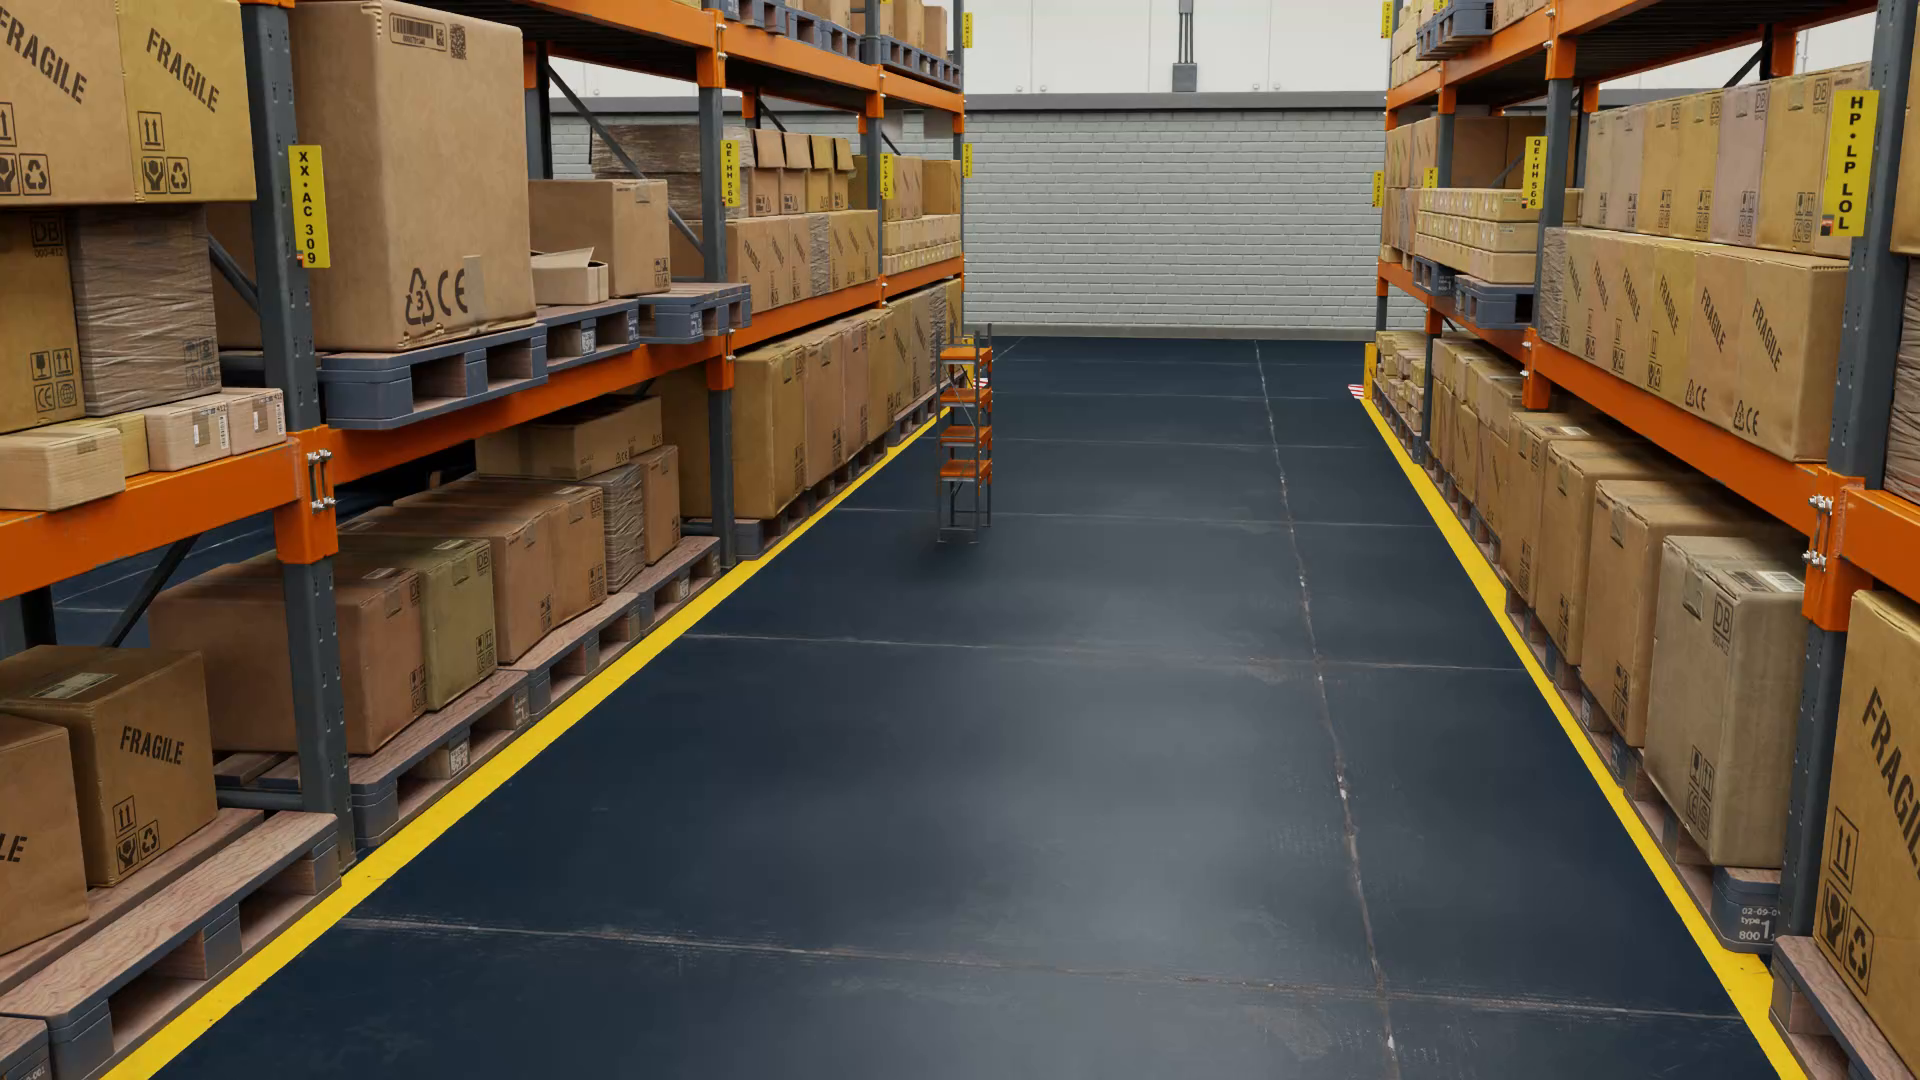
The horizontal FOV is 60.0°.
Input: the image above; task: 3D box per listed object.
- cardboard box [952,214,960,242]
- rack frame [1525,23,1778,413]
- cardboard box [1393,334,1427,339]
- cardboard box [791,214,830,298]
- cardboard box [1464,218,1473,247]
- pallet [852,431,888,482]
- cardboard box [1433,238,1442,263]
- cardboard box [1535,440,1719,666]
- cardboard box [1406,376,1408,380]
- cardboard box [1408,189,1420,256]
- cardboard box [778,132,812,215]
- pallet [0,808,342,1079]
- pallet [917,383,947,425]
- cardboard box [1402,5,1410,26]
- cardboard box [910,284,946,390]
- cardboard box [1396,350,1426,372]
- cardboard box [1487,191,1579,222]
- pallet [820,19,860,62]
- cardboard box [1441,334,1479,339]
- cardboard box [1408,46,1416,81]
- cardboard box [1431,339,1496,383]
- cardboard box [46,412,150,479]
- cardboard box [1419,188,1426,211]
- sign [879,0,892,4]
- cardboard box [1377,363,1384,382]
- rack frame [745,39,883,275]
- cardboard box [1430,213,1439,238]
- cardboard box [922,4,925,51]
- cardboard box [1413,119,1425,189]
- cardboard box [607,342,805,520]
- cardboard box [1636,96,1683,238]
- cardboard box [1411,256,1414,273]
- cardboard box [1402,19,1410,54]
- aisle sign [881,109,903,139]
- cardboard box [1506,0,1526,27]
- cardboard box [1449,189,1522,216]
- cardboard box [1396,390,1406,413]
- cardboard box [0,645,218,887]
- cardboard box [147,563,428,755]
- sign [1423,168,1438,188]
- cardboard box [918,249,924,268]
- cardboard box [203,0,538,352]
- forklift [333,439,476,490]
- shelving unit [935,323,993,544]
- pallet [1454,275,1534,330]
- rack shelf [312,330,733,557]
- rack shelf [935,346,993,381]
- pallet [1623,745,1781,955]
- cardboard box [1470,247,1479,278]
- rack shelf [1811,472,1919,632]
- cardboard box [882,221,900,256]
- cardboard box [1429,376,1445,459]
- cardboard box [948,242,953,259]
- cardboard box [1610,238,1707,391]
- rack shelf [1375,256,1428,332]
[{"bbox_3d":[-0.277,-2.959,15.756,0.500,0.250,0.500,2,12,8],"label":"cardboard box"},{"bbox_3d":[3.190,-1.150,7.708,1.000,3.000,0.127,2,12,9],"label":"rack frame"},{"bbox_3d":[4.081,-1.758,14.890,0.380,0.149,0.250,2,12,10],"label":"cardboard box"},{"bbox_3d":[-1.121,-1.791,10.446,0.500,0.500,0.500,2,12,9],"label":"cardboard box"},{"bbox_3d":[2.932,-1.658,8.959,0.380,0.149,0.250,2,12,9],"label":"cardboard box"},{"bbox_3d":[-1.124,-0.638,11.953,1.003,0.211,1.213,2,12,9],"label":"pallet"},{"bbox_3d":[3.133,-1.783,10.245,0.380,0.149,0.250,1,12,6],"label":"cardboard box"},{"bbox_3d":[2.876,0.051,6.482,1.050,0.750,0.750,2,12,10],"label":"cardboard box"},{"bbox_3d":[3.809,-1.286,13.406,0.380,0.149,0.250,1,12,6],"label":"cardboard box"},{"bbox_3d":[3.681,-2.395,12.541,0.500,0.500,0.500,2,12,7],"label":"cardboard box"},{"bbox_3d":[-1.367,-2.298,10.417,0.797,0.503,0.637,2,12,10],"label":"cardboard box"},{"bbox_3d":[-2.379,1.005,4.328,1.003,0.211,1.213,2,12,9],"label":"pallet"},{"bbox_3d":[-0.701,-1.211,14.614,1.003,0.211,1.213,2,12,9],"label":"pallet"},{"bbox_3d":[3.937,-4.430,14.033,0.380,0.149,0.250,2,12,9],"label":"cardboard box"},{"bbox_3d":[-0.624,-1.838,14.950,0.875,0.875,0.875,2,12,9],"label":"cardboard box"},{"bbox_3d":[3.731,-1.441,13.419,0.380,0.149,0.250,1,12,7],"label":"cardboard box"},{"bbox_3d":[2.812,-1.640,8.170,0.380,0.149,0.250,1,12,6],"label":"cardboard box"},{"bbox_3d":[-1.172,-3.344,11.227,0.805,0.209,1.217,1,12,6],"label":"pallet"},{"bbox_3d":[4.494,-1.749,14.846,0.380,0.149,0.250,2,12,10],"label":"cardboard box"},{"bbox_3d":[3.857,-3.799,13.236,0.500,0.250,0.500,2,12,8],"label":"cardboard box"},{"bbox_3d":[3.430,-1.187,11.038,0.500,0.250,0.500,1,12,6],"label":"cardboard box"},{"bbox_3d":[-2.199,-0.220,3.990,0.380,0.149,0.250,2,12,9],"label":"cardboard box"},{"bbox_3d":[3.290,-2.289,11.180,0.380,0.149,0.250,3,12,12],"label":"cardboard box"},{"bbox_3d":[-0.543,-4.022,11.940,0.100,0.325,0.005,2,12,9],"label":"sign"},{"bbox_3d":[4.023,-1.528,15.234,0.380,0.149,0.250,2,12,10],"label":"cardboard box"},{"bbox_3d":[-1.080,-2.164,12.415,1.000,3.000,0.127,2,12,9],"label":"rack frame"},{"bbox_3d":[3.174,-1.981,10.460,0.380,0.149,0.250,1,12,6],"label":"cardboard box"},{"bbox_3d":[-0.698,-4.543,14.862,0.700,0.500,0.500,1,12,7],"label":"cardboard box"},{"bbox_3d":[3.684,-2.880,12.420,0.500,0.500,0.500,1,12,7],"label":"cardboard box"},{"bbox_3d":[-1.569,-0.641,9.395,1.225,0.875,0.875,1,12,6],"label":"cardboard box"},{"bbox_3d":[2.958,-1.382,6.176,0.700,0.500,0.500,2,12,8],"label":"cardboard box"},{"bbox_3d":[3.726,-2.148,12.936,0.380,0.149,0.250,1,12,6],"label":"cardboard box"},{"bbox_3d":[3.927,-4.156,13.707,0.500,0.250,0.500,2,12,9],"label":"cardboard box"},{"bbox_3d":[-0.750,-4.292,16.120,0.394,0.787,0.004,2,12,9],"label":"aisle sign"},{"bbox_3d":[3.091,-2.897,8.457,0.500,0.500,0.500,2,12,9],"label":"cardboard box"},{"bbox_3d":[3.054,-1.963,9.670,0.380,0.149,0.250,2,12,10],"label":"cardboard box"},{"bbox_3d":[3.688,-1.102,13.258,0.380,0.149,0.250,2,12,9],"label":"cardboard box"},{"bbox_3d":[-2.412,0.600,4.527,0.500,0.500,0.500,1,12,7],"label":"cardboard box"},{"bbox_3d":[-2.195,0.381,5.495,0.700,0.500,0.500,1,12,4],"label":"cardboard box"},{"bbox_3d":[3.268,-2.422,11.555,0.100,0.325,0.005,2,12,9],"label":"sign"},{"bbox_3d":[-0.507,-2.362,13.930,0.380,0.149,0.250,2,12,9],"label":"cardboard box"},{"bbox_3d":[-2.050,-1.158,5.327,1.000,1.000,1.000,2,12,9],"label":"cardboard box"},{"bbox_3d":[-3.792,-1.817,10.965,1.130,2.935,3.031,3,13,15],"label":"forklift"},{"bbox_3d":[0.025,-0.621,9.527,0.258,1.200,0.503,2,12,9],"label":"shelving unit"},{"bbox_3d":[3.194,-1.208,8.433,1.213,0.211,1.003,2,12,9],"label":"pallet"},{"bbox_3d":[-2.003,-0.563,6.696,1.077,0.370,4.000,2,12,9],"label":"rack shelf"},{"bbox_3d":[0.025,-1.005,9.444,0.258,0.148,0.480,2,12,9],"label":"rack shelf"},{"bbox_3d":[2.619,0.883,4.895,1.003,0.211,1.213,2,12,9],"label":"pallet"},{"bbox_3d":[2.891,-1.455,8.724,0.380,0.149,0.250,2,12,10],"label":"cardboard box"},{"bbox_3d":[2.267,0.451,1.989,1.077,0.370,4.000,2,12,9],"label":"rack shelf"},{"bbox_3d":[-0.749,-2.326,12.814,0.500,0.250,0.500,2,12,8],"label":"cardboard box"},{"bbox_3d":[3.429,-0.821,11.117,0.500,0.500,0.500,2,12,11],"label":"cardboard box"},{"bbox_3d":[-0.273,-2.683,15.417,0.380,0.149,0.250,2,12,9],"label":"cardboard box"},{"bbox_3d":[2.622,-0.799,5.845,0.500,0.500,0.500,2,12,8],"label":"cardboard box"},{"bbox_3d":[4.113,-2.047,13.580,1.077,0.370,4.000,2,12,9],"label":"rack shelf"}]
